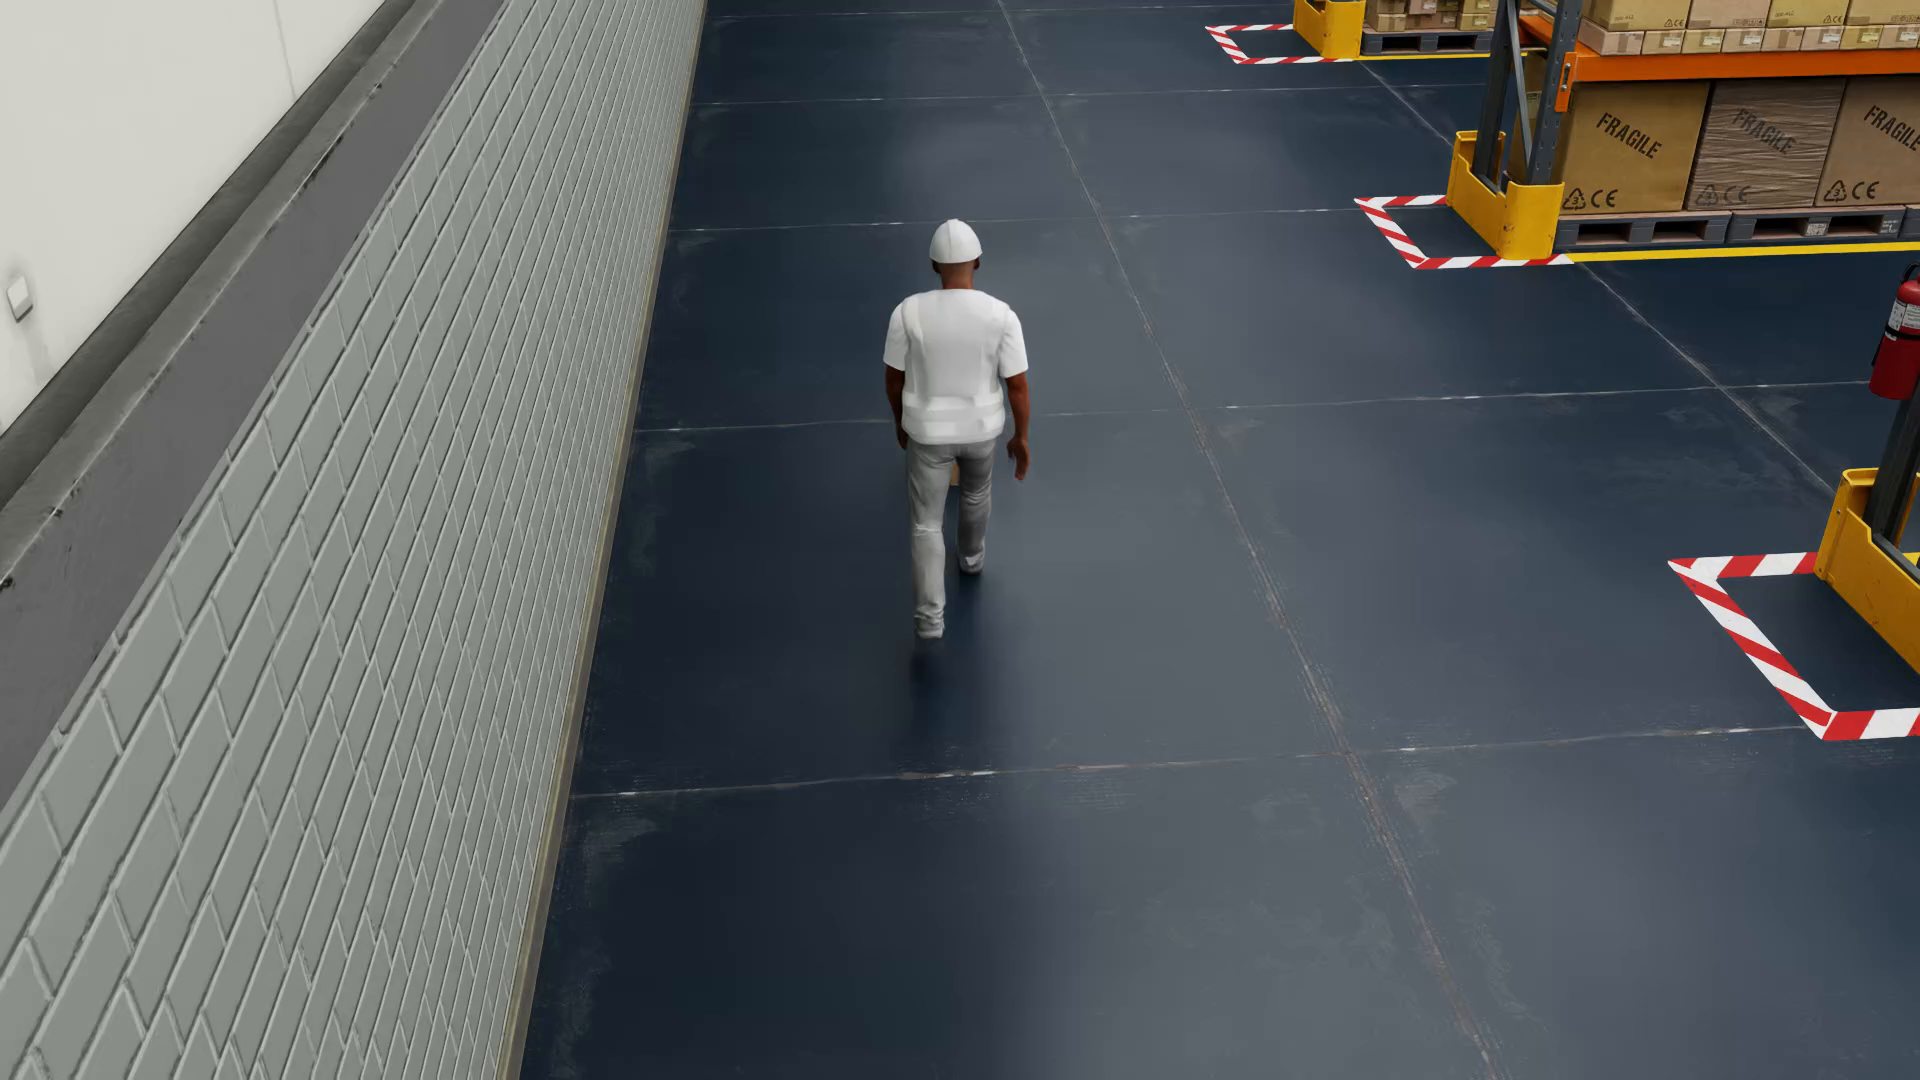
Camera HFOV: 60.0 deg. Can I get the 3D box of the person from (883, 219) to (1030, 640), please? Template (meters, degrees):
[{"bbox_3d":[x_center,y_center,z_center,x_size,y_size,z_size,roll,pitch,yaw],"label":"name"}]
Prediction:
[{"bbox_3d":[-0.012,-0.467,6.910,0.594,1.732,1.041,-3,31,-5],"label":"person"}]
